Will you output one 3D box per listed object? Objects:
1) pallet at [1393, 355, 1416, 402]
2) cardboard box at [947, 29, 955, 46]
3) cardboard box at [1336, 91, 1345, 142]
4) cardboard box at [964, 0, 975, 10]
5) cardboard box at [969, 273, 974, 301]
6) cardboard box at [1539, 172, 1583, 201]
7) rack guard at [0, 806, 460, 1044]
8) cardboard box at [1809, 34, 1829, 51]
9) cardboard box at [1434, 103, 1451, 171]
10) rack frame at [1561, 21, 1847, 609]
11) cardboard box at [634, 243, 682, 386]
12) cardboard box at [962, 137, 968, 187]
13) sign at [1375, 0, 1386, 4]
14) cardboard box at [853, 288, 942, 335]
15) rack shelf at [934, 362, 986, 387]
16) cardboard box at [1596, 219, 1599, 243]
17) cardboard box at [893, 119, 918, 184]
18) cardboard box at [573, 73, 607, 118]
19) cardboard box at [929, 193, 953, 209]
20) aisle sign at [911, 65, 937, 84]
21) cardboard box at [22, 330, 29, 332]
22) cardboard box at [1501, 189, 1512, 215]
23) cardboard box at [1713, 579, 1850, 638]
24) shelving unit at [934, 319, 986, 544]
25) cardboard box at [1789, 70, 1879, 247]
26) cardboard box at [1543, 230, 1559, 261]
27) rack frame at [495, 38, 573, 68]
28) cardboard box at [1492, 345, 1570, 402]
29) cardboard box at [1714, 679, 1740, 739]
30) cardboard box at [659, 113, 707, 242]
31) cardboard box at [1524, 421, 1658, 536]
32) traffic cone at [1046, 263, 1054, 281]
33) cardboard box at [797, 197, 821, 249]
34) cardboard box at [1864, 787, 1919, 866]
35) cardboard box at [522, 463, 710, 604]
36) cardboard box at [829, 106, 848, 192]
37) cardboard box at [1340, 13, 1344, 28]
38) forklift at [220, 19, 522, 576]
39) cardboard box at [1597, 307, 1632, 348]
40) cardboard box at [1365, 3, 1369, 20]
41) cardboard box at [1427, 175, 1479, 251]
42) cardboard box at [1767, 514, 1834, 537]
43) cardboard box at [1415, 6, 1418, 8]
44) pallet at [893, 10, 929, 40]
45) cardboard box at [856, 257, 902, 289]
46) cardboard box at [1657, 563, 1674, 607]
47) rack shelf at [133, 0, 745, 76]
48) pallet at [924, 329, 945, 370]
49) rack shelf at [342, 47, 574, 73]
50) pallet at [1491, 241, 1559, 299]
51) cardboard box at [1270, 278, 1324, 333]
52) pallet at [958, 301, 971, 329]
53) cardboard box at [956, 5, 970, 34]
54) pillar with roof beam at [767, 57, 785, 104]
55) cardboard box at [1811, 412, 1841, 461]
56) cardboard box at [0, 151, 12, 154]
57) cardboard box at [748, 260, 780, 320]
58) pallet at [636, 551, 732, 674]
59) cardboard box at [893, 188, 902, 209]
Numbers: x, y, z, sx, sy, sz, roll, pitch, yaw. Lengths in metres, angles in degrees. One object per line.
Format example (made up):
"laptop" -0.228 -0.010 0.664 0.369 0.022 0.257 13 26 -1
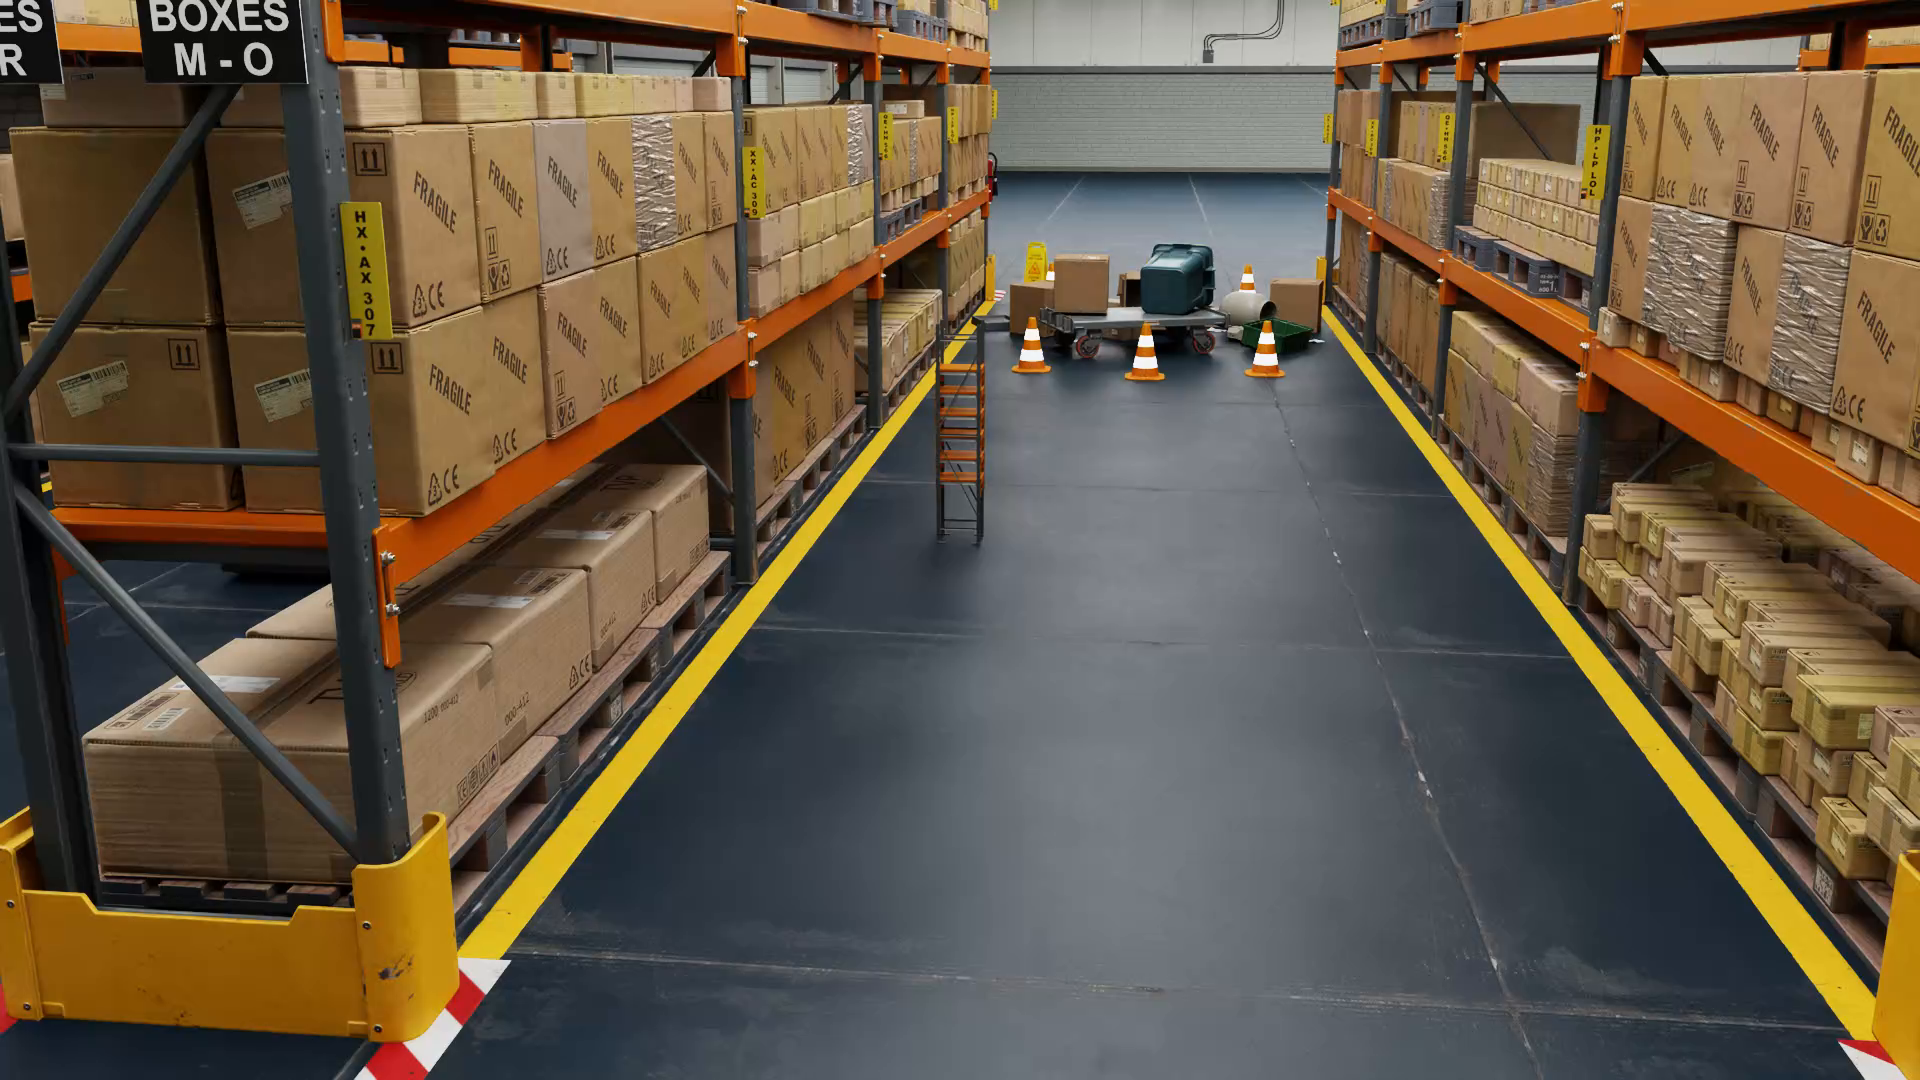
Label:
"pallet" 4.164 -1.332 13.685 1.003 0.211 1.213 2 15 6
"cardboard box" -0.252 -4.784 15.844 0.380 0.149 0.250 2 15 6
"cardboard box" 4.682 -4.734 18.568 0.875 0.550 0.550 2 15 6
"cardboard box" -0.052 -5.572 17.228 0.380 0.149 0.250 2 15 8
"cardboard box" -0.111 -2.743 18.023 0.500 0.250 0.500 1 15 4
"cardboard box" 3.407 -1.940 9.126 0.380 0.149 0.250 1 15 4
"rack guard" -1.976 1.007 4.479 1.175 0.500 0.348 2 15 6
"cardboard box" 9.368 -5.322 17.637 0.500 0.250 0.500 2 15 8
"cardboard box" 4.032 -3.072 12.670 0.700 0.500 0.500 1 15 5
"rack frame" 3.408 -1.123 7.570 1.000 3.000 0.127 2 15 6
"cardboard box" -1.415 -0.899 6.548 0.500 0.500 0.500 1 15 5
"cardboard box" -0.189 -3.876 16.989 0.500 0.500 0.500 2 15 6
"sign" 3.759 -4.950 14.833 0.100 0.325 0.005 2 15 6
"cardboard box" -0.676 -2.116 15.470 0.950 0.372 0.625 2 15 7
"rack shelf" 0.002 -0.888 8.937 0.258 0.103 0.180 2 15 6
"cardboard box" 3.257 -1.457 7.912 0.380 0.149 0.250 2 15 8
"cardboard box" -0.620 -3.188 13.638 0.500 0.500 0.500 1 15 4
"cardboard box" -1.441 -1.534 5.740 0.380 0.149 0.250 1 15 5
"cardboard box" -0.265 -3.269 15.985 0.380 0.149 0.250 2 15 6
"aisle sign" -0.469 -5.635 19.276 0.394 0.787 0.004 2 15 6
"cardboard box" -5.983 -1.329 11.071 0.380 0.149 0.250 1 15 5
"cardboard box" 3.522 -2.061 10.145 0.380 0.149 0.250 2 15 7
"cardboard box" 2.962 0.251 6.005 0.380 0.149 0.250 2 15 7
"shelving unit" 0.002 -0.583 9.019 0.258 1.200 0.189 2 15 6
"cardboard box" 2.868 -1.153 5.003 0.500 0.500 0.500 2 15 9
"cardboard box" 3.369 -1.583 8.946 0.380 0.149 0.250 1 15 4
"rack frame" -5.100 -4.500 20.059 1.000 3.000 0.127 2 15 6
"cardboard box" 3.358 -0.952 9.485 0.500 0.250 0.500 1 15 4
"cardboard box" 2.885 0.607 5.830 0.380 0.149 0.250 2 15 7
"cardboard box" -1.366 -1.512 6.900 0.500 0.500 0.500 1 15 5
"cardboard box" 3.241 -0.319 8.579 0.500 0.500 0.500 1 15 5
"traffic cone" 1.066 -2.981 19.300 0.336 0.463 0.334 2 15 6
"cardboard box" -1.077 -1.784 9.342 0.500 0.250 0.500 2 15 7
"cardboard box" 2.733 0.799 4.549 0.380 0.149 0.250 1 15 5
"cardboard box" -1.699 -0.049 7.701 0.875 0.438 0.875 1 15 5
"cardboard box" -0.981 -2.408 10.212 0.500 0.500 0.500 2 15 6
"cardboard box" 4.405 -5.734 18.359 0.380 0.149 0.250 2 15 7
"forklift" -3.036 -1.563 9.329 1.130 2.935 3.031 2 15 6
"cardboard box" 3.051 -0.938 7.367 0.380 0.149 0.250 2 15 8
"cardboard box" 4.149 -5.143 16.175 0.380 0.149 0.250 2 15 7
"cardboard box" 3.644 -2.334 11.855 0.500 0.500 0.500 2 15 6
"cardboard box" 3.616 -0.005 6.951 0.380 0.149 0.250 2 15 6
"cardboard box" 3.947 -4.514 13.849 0.250 0.149 0.380 2 15 6
"pallet" -0.908 -4.249 13.743 1.213 0.211 1.003 2 15 6
"cardboard box" -0.819 -2.717 16.488 0.500 0.500 0.500 1 15 5
"cardboard box" 3.085 0.194 6.787 0.380 0.149 0.250 1 15 3
"rack shelf" -1.747 -1.825 5.796 1.077 0.370 4.000 2 15 6
"pallet" -0.705 -1.770 15.302 1.003 0.211 1.213 2 15 6
"rack shelf" -5.326 -5.082 17.843 1.077 0.370 4.000 2 15 6
"pallet" 3.677 -1.554 9.528 1.003 0.211 1.213 2 15 6
"cardboard box" 3.466 -2.426 17.170 0.500 0.500 0.500 4 16 16
"pallet" -0.443 -2.464 17.871 1.003 0.211 1.213 2 15 6
"cardboard box" -0.179 -5.207 16.642 0.500 0.250 0.500 2 15 7
"pillar with roof beam" 0.235 -11.784 35.502 9.100 9.000 0.400 2 15 6
"cardboard box" 2.856 -0.321 5.083 0.380 0.149 0.250 1 15 4
"cardboard box" -6.003 -2.249 10.732 0.797 0.503 0.637 1 15 5
"cardboard box" -1.210 -1.277 8.425 0.500 0.250 0.500 1 15 5
"pallet" -1.685 0.298 7.655 1.003 0.211 1.213 2 15 6
"cardboard box" -0.655 -2.653 12.905 0.380 0.149 0.250 2 15 7
